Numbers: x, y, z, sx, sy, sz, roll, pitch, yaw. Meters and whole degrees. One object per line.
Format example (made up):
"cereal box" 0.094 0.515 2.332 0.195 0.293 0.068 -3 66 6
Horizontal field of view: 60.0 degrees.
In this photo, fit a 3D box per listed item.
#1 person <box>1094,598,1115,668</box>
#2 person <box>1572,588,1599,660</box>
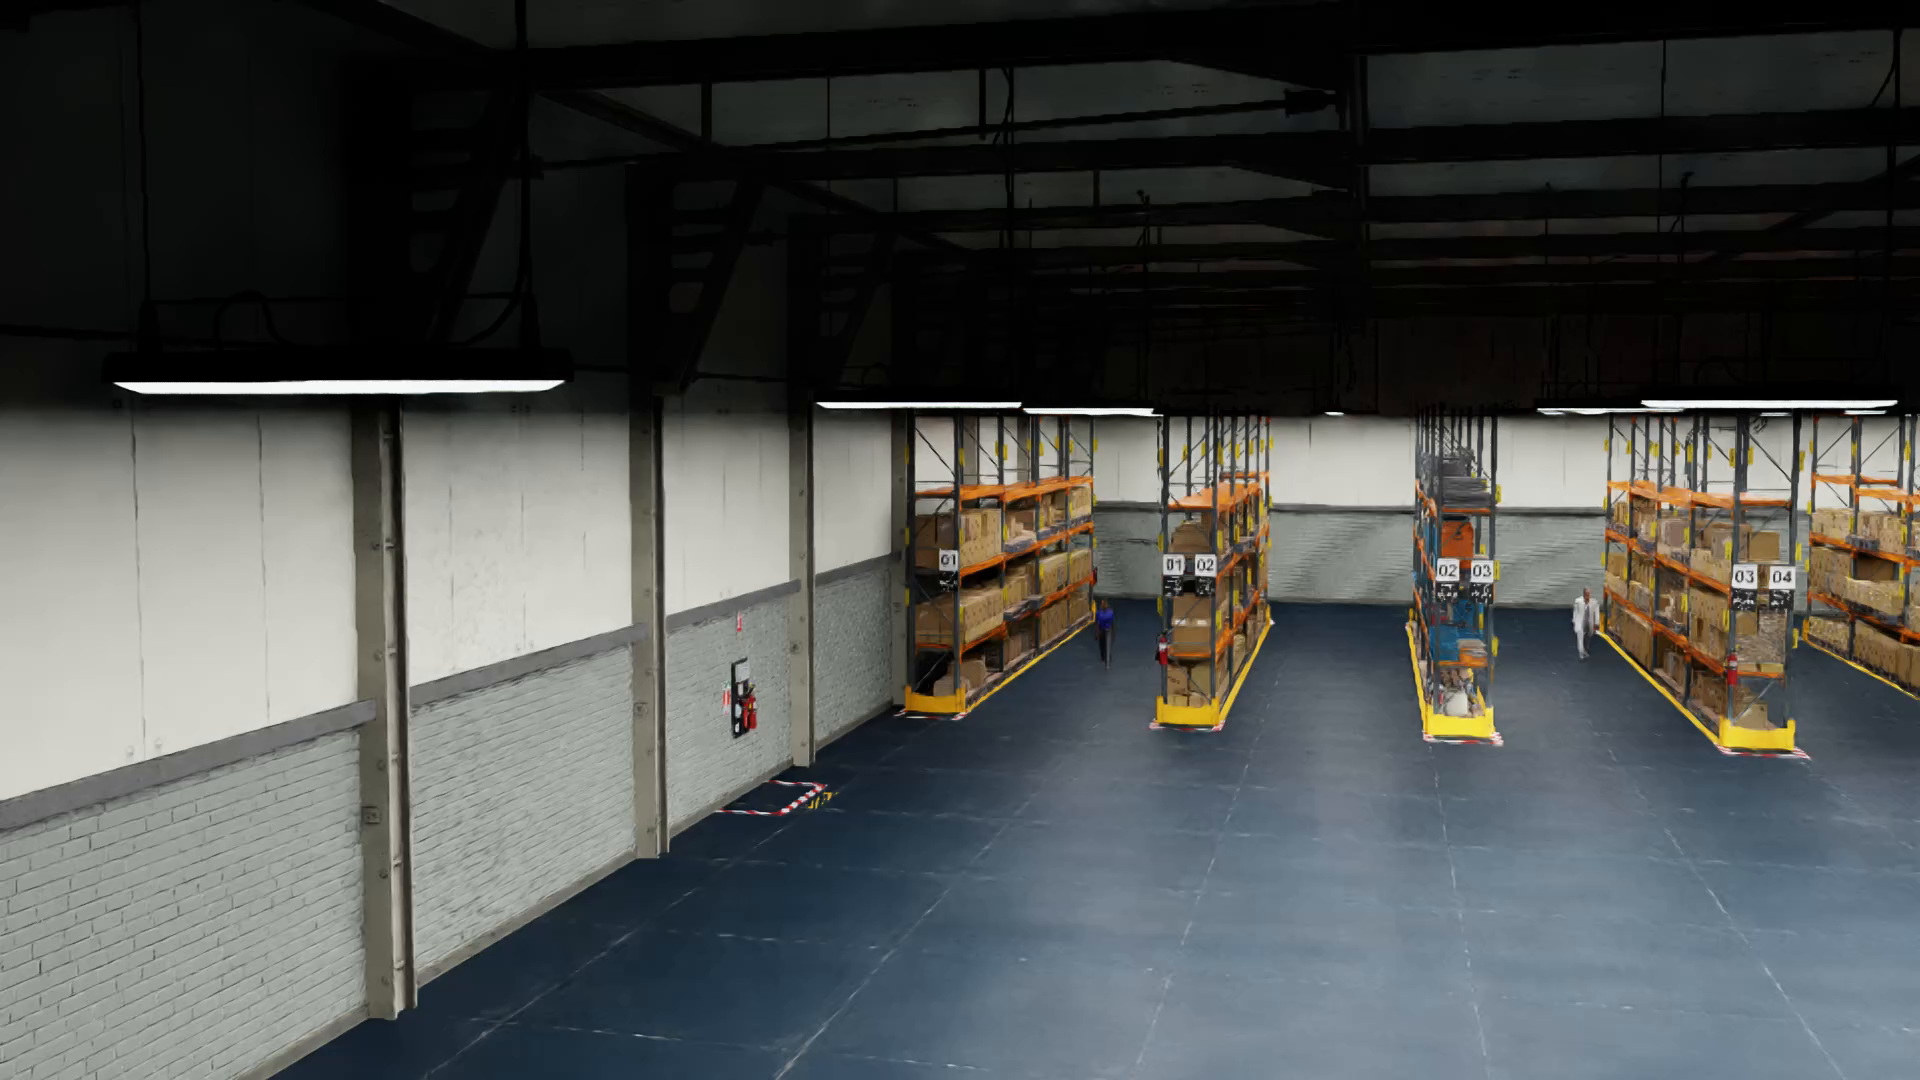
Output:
"person" 3.329 2.123 38.388 0.451 1.572 1.088 1 4 12
"person" 14.908 1.973 39.594 0.588 1.700 1.193 1 4 12
